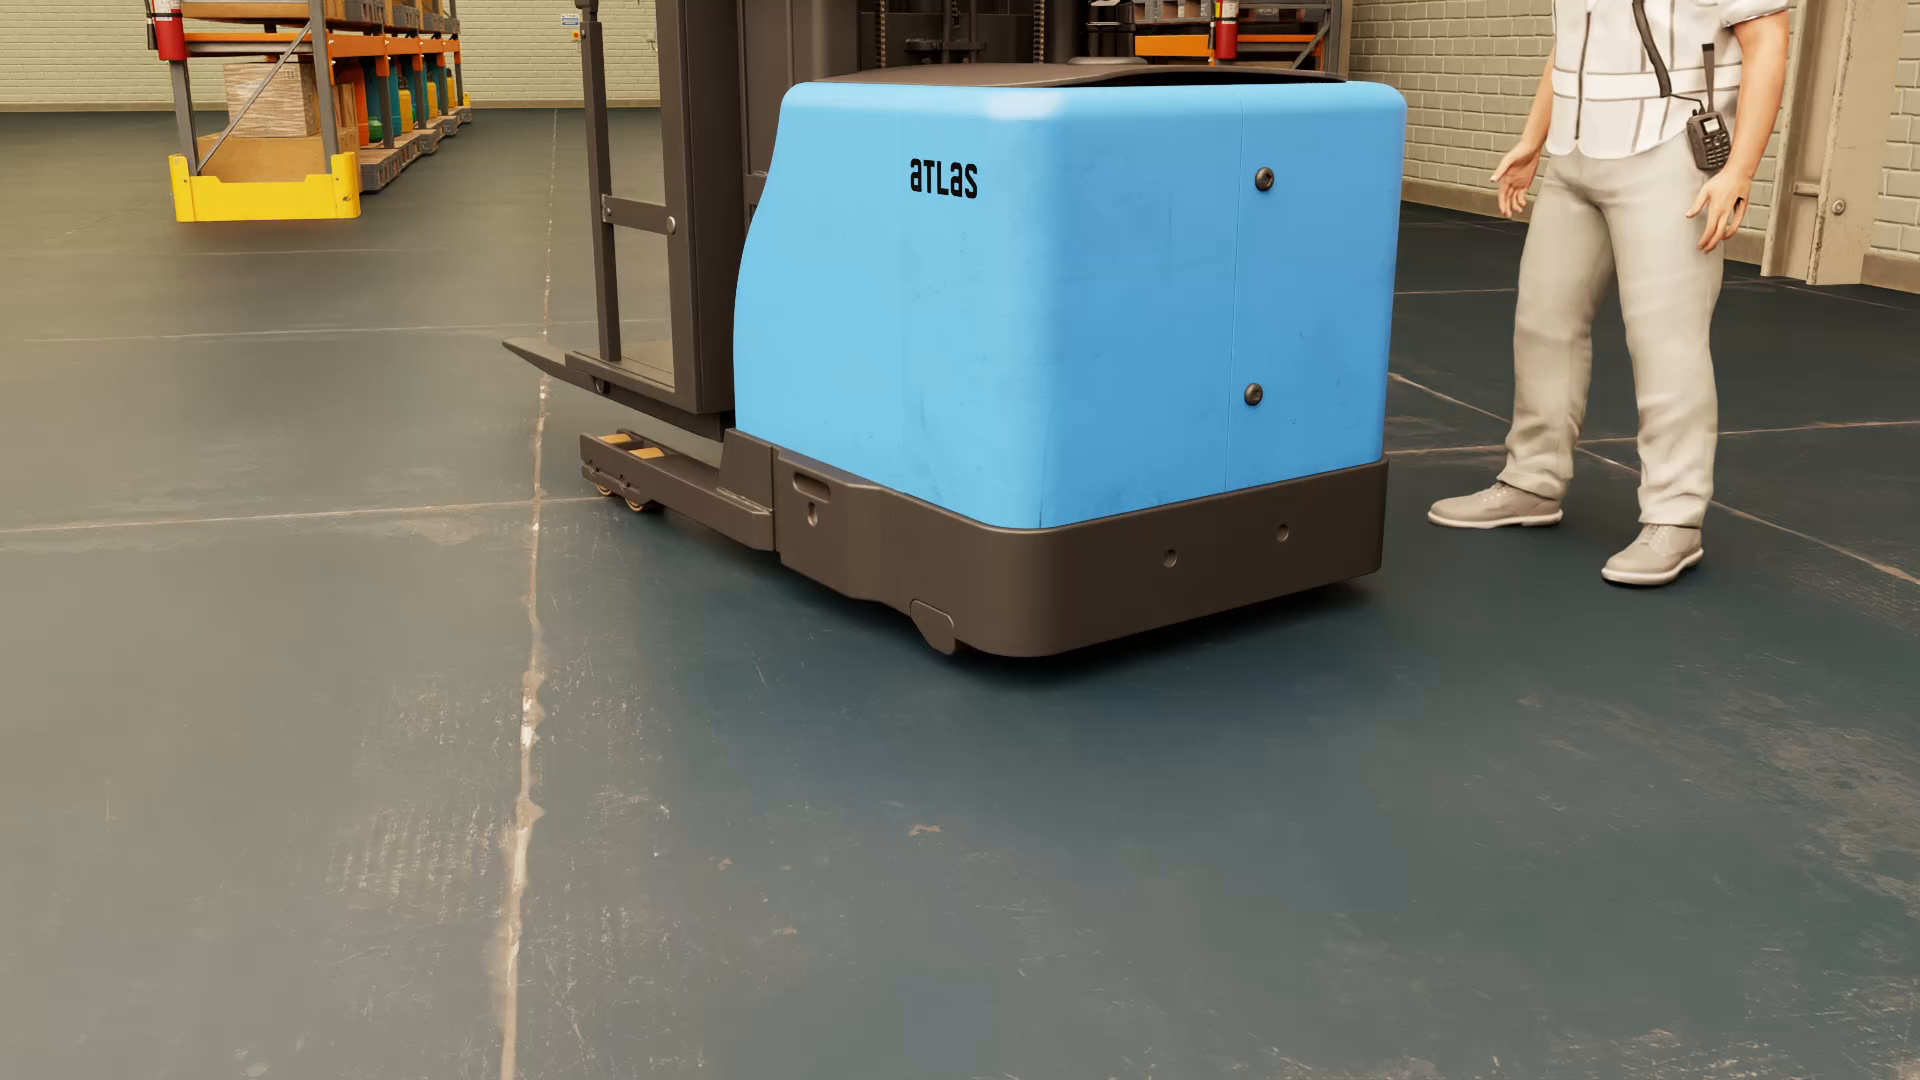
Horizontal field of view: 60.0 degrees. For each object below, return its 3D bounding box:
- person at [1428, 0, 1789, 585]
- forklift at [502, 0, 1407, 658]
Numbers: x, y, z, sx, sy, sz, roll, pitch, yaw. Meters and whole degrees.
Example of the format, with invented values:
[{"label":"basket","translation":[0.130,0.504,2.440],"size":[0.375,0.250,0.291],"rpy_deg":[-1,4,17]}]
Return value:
[{"label":"person","translation":[1.501,-0.831,3.746],"size":[0.476,1.756,0.674],"rpy_deg":[-7,18,-22]},{"label":"forklift","translation":[-0.350,-1.547,4.075],"size":[1.130,2.935,3.031],"rpy_deg":[-11,20,-34]}]
